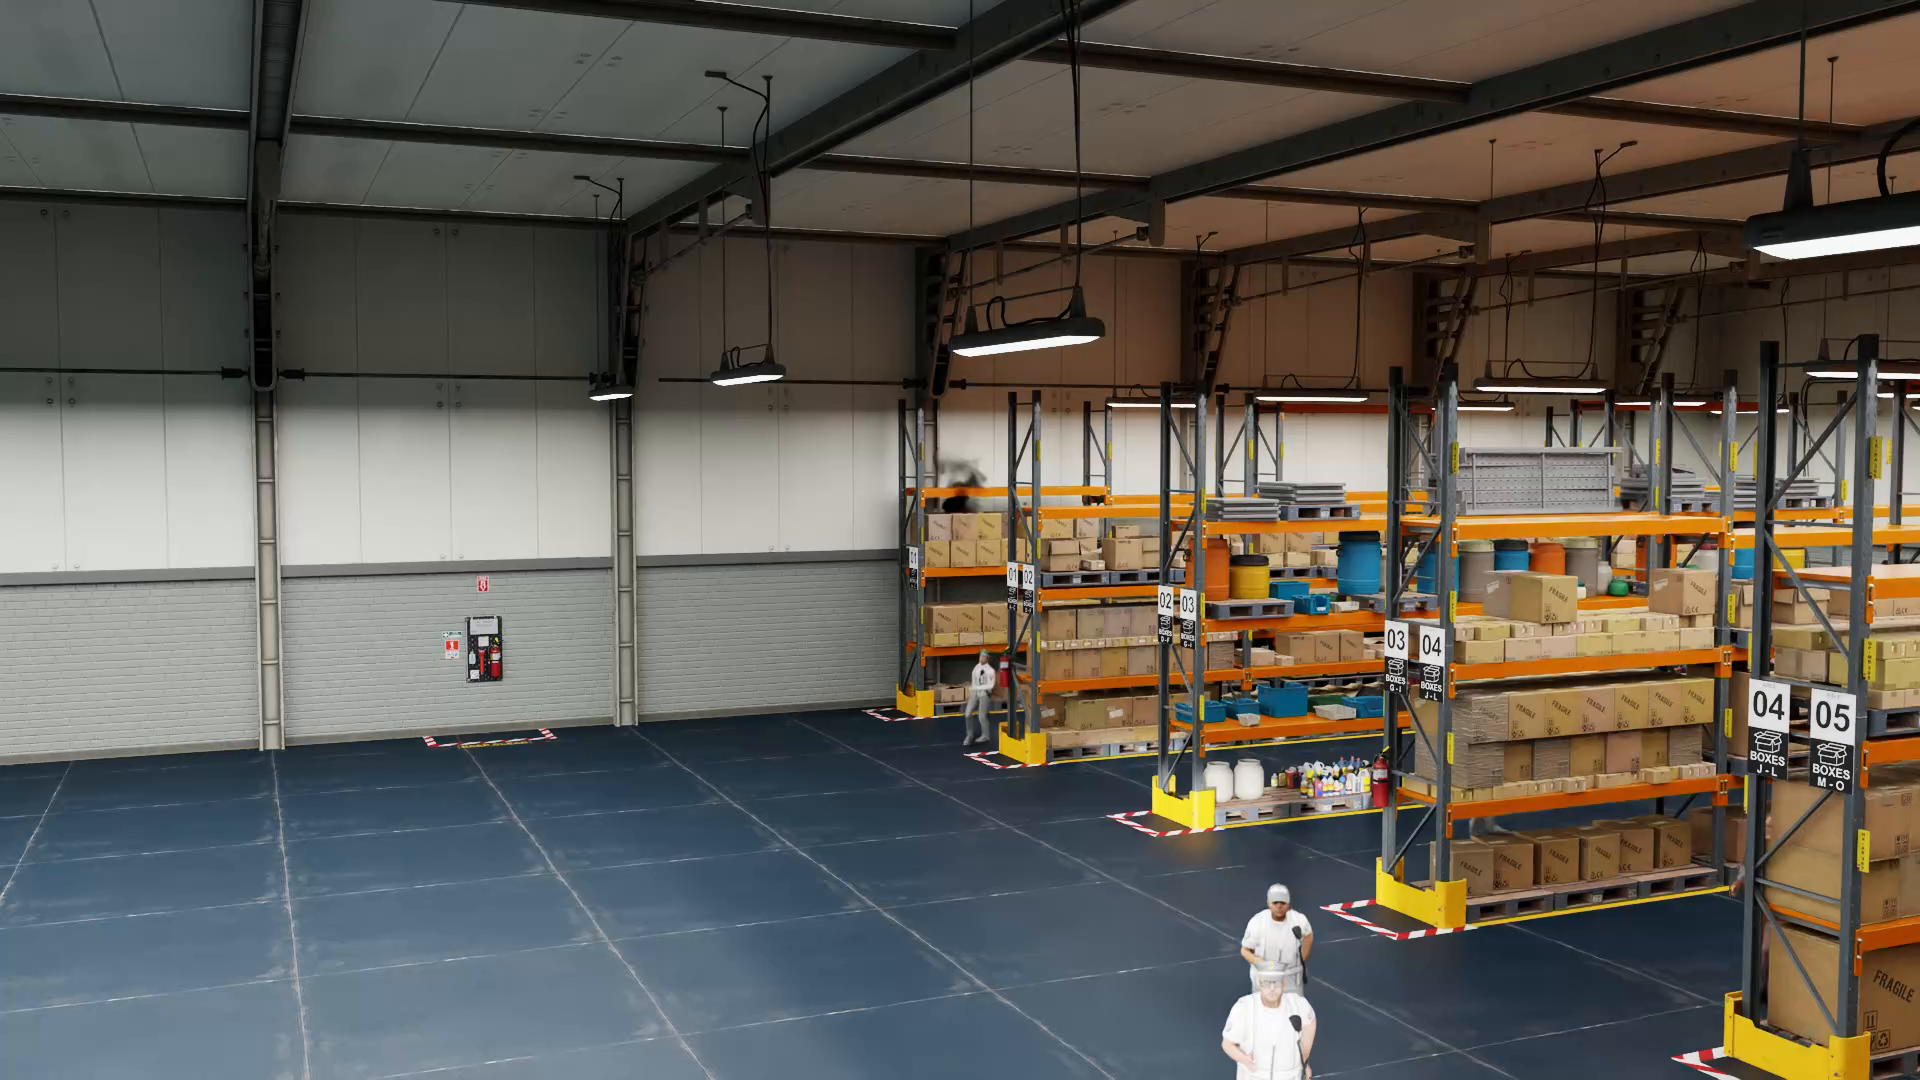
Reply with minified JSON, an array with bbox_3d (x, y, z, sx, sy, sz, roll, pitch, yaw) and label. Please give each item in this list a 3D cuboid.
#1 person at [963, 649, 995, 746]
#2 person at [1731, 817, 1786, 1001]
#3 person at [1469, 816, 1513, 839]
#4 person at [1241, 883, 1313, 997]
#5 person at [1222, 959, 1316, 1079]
[{"bbox_3d":[0.379,2.687,28.304,0.604,1.713,0.635,3,4,40],"label":"person"},{"bbox_3d":[7.563,3.417,15.485,0.845,1.707,0.664,-2,4,-33],"label":"person"},{"bbox_3d":[6.427,3.187,20.251,0.804,1.552,0.538,-2,4,-25],"label":"person"},{"bbox_3d":[2.530,3.560,13.280,0.572,1.699,0.866,1,3,9],"label":"person"},{"bbox_3d":[2.050,3.625,11.026,0.621,1.794,0.937,1,3,9],"label":"person"}]
